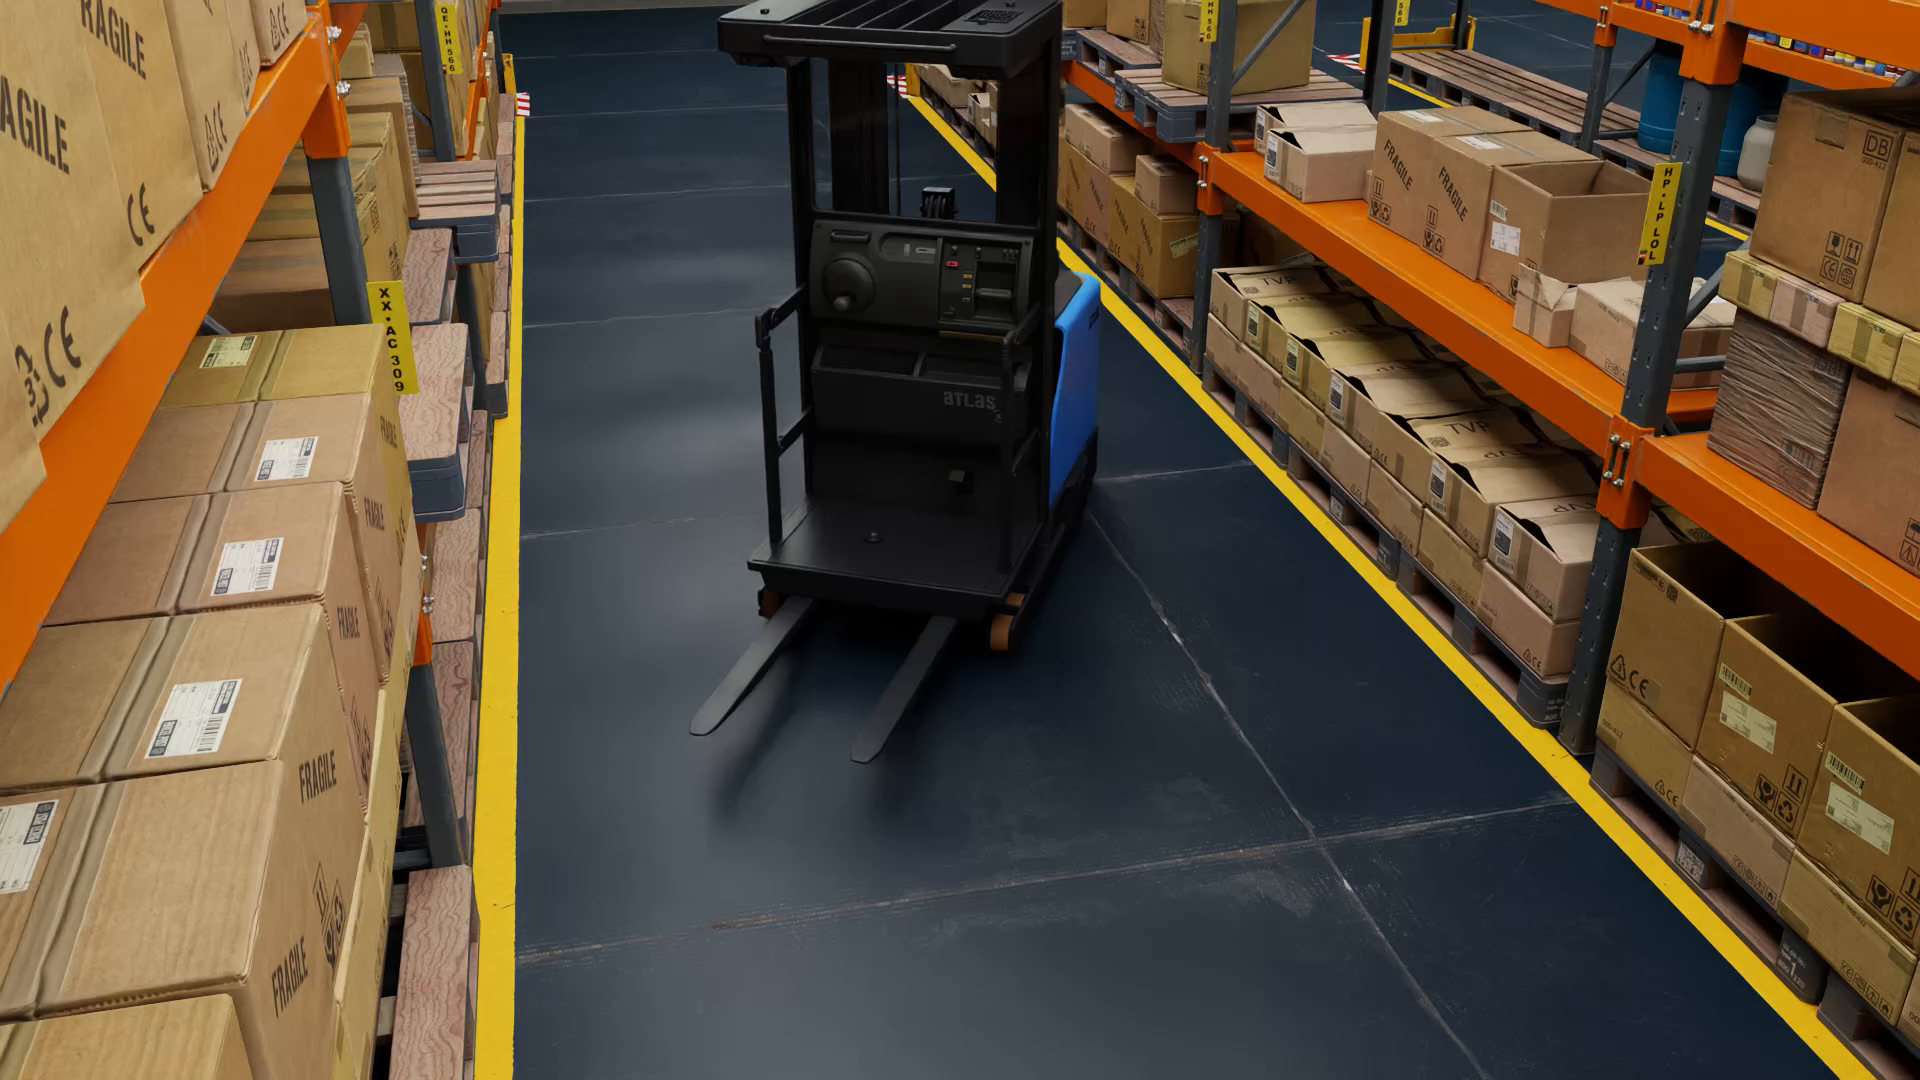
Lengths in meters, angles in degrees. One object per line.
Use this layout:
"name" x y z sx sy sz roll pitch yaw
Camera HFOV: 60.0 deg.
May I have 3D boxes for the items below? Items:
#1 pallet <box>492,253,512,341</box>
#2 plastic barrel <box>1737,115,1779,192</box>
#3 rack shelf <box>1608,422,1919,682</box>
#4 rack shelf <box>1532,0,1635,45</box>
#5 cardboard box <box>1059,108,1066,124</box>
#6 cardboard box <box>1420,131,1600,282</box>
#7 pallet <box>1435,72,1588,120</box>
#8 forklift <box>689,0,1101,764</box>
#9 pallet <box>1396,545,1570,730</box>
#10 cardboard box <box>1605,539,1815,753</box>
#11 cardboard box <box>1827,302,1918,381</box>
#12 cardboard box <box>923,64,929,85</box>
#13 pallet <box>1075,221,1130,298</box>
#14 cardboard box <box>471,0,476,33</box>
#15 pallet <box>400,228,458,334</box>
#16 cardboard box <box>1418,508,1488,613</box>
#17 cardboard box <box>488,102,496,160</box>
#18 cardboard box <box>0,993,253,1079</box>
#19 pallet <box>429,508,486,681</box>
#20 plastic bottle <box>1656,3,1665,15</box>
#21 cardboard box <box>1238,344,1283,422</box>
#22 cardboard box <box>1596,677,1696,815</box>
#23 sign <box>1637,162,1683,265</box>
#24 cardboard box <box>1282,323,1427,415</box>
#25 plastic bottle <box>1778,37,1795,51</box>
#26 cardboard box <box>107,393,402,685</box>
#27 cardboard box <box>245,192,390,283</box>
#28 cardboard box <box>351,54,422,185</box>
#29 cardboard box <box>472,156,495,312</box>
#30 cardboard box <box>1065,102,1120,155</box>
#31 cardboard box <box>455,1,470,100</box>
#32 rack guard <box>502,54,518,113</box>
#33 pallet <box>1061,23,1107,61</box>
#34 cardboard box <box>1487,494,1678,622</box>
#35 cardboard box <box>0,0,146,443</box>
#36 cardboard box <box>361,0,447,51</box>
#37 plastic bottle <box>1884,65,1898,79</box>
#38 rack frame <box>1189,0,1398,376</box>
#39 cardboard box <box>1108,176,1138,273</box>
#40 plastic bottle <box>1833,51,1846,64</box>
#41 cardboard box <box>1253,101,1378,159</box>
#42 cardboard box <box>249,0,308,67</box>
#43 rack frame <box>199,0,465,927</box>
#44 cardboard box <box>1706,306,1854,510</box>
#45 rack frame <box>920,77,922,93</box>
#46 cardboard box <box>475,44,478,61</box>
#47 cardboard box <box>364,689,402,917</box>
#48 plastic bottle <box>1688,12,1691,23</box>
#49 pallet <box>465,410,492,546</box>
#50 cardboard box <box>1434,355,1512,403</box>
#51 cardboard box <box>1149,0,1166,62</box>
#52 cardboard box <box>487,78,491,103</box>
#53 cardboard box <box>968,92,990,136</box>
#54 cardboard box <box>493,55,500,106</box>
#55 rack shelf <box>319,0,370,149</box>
"pallet" -3.358 -1.504 10.495 1.003 0.211 1.213 -6 27 -12
"plastic barrel" 6.075 -2.891 12.443 0.421 0.512 0.421 0 27 0
"rack shelf" 3.196 0.590 4.050 1.077 0.370 4.000 -6 27 -12
"rack shelf" 5.318 -5.179 15.481 1.077 0.370 4.000 -6 27 -12
"cardboard box" 0.814 -2.964 12.580 0.500 0.500 0.500 -7 28 -14
"cardboard box" 2.356 -1.444 7.170 0.500 0.500 0.500 -6 27 -12
"pallet" 5.287 -4.233 15.902 1.003 0.211 1.213 -6 27 -12
"forklift" -0.220 -1.038 6.554 1.130 2.935 3.031 7 28 14
"pallet" 2.541 0.316 6.889 1.003 0.211 1.213 -6 27 -12
"cardboard box" 2.544 0.332 5.517 0.500 0.500 0.500 -6 27 -12
"cardboard box" 2.733 -0.582 4.744 0.380 0.149 0.250 -7 28 -13
"cardboard box" -0.144 -4.480 15.953 0.380 0.166 0.250 -6 27 -12
"pallet" 1.441 -1.986 11.451 1.003 0.211 1.213 -6 27 -12
"cardboard box" -3.534 -3.626 11.141 0.500 0.500 0.500 -6 27 -12
"pallet" -2.496 -0.910 6.436 1.003 0.211 1.213 -6 27 -12
"cardboard box" 2.257 0.056 6.895 0.500 0.250 0.500 -6 27 -12
"cardboard box" -4.062 -3.247 13.163 0.700 0.500 0.500 -6 27 -12
"cardboard box" -1.096 0.917 1.916 0.500 0.500 0.500 -6 27 -11
"pallet" -2.536 0.262 6.996 1.003 0.211 1.213 -6 27 -12
"plastic bottle" 5.510 -4.222 13.006 0.097 0.201 0.097 0 27 0
"cardboard box" 1.789 -0.845 8.680 0.500 0.250 0.500 -7 28 -13
"cardboard box" 2.554 0.665 5.688 0.500 0.250 0.500 -6 27 -12
"sign" 2.218 -1.031 5.267 0.100 0.325 0.005 -6 27 -12
"cardboard box" 1.915 -0.862 8.091 0.500 0.311 0.500 -7 28 -13
"plastic bottle" 5.834 -3.590 11.663 0.061 0.283 0.133 -6 27 -12
"cardboard box" -1.555 0.014 3.706 0.500 0.500 0.500 -6 27 -12
"cardboard box" -2.281 -0.818 5.443 0.700 0.500 0.500 -3 27 -6
"cardboard box" -2.866 -1.896 7.578 0.700 0.500 0.500 -9 28 -18
"cardboard box" -3.211 -1.809 9.926 0.750 0.750 0.750 -6 27 -12
"cardboard box" 1.039 -2.860 11.541 0.500 0.250 0.500 -6 27 -11
"cardboard box" -3.062 -2.735 9.376 0.500 0.500 0.500 -6 27 -12
"rack guard" -4.790 -4.267 15.649 1.175 0.500 0.348 -6 27 -12
"pallet" 1.016 -3.673 11.912 1.003 0.211 1.213 -6 27 -12
"cardboard box" 2.374 0.032 6.321 0.500 0.311 0.500 -6 27 -12
"cardboard box" -1.218 -0.380 1.712 0.500 0.500 0.500 -5 27 -9
"cardboard box" -2.840 -2.620 8.315 0.500 0.250 0.500 -5 27 -10
"plastic bottle" 6.081 -3.108 10.800 0.097 0.201 0.097 0 27 0
"rack frame" 1.843 -2.365 9.107 1.000 3.000 0.127 -6 27 -12
"cardboard box" 1.288 -2.059 10.787 0.500 0.500 0.500 -7 28 -13
"plastic bottle" 5.972 -3.322 11.223 0.097 0.201 0.097 0 27 0
"cardboard box" 1.883 -2.161 8.801 0.500 0.311 0.500 -4 27 -8
"cardboard box" -1.725 -1.299 3.533 0.500 0.500 0.500 -5 27 -10
"rack frame" -2.081 -0.104 4.628 1.000 3.000 0.127 -6 27 -12
"cardboard box" 2.851 -0.459 5.220 0.700 0.500 0.500 -7 28 -13
"rack frame" 0.041 -5.877 16.065 1.000 3.000 0.127 -6 27 -12
"cardboard box" -3.452 -3.285 11.186 0.380 0.149 0.250 -5 27 -11
"cardboard box" -1.446 0.570 3.437 0.500 0.250 0.500 -6 27 -12
"plastic bottle" 5.606 -4.035 12.635 0.097 0.201 0.097 0 27 0
"pallet" -2.807 -0.272 8.055 1.003 0.211 1.213 -6 27 -12
"cardboard box" 2.547 -0.701 7.773 0.500 0.311 0.500 -5 27 -10
"cardboard box" 1.572 -3.283 10.348 0.700 0.500 0.500 -1 27 -2
"cardboard box" -3.851 -3.485 12.914 0.380 0.149 0.250 -5 27 -10
"cardboard box" 0.368 -3.668 14.183 0.500 0.311 0.500 -6 27 -12
"cardboard box" -4.530 -4.147 14.945 0.700 0.500 0.500 -6 27 -12
"rack shelf" -2.531 -2.000 5.853 1.077 0.370 4.000 -6 27 -12
